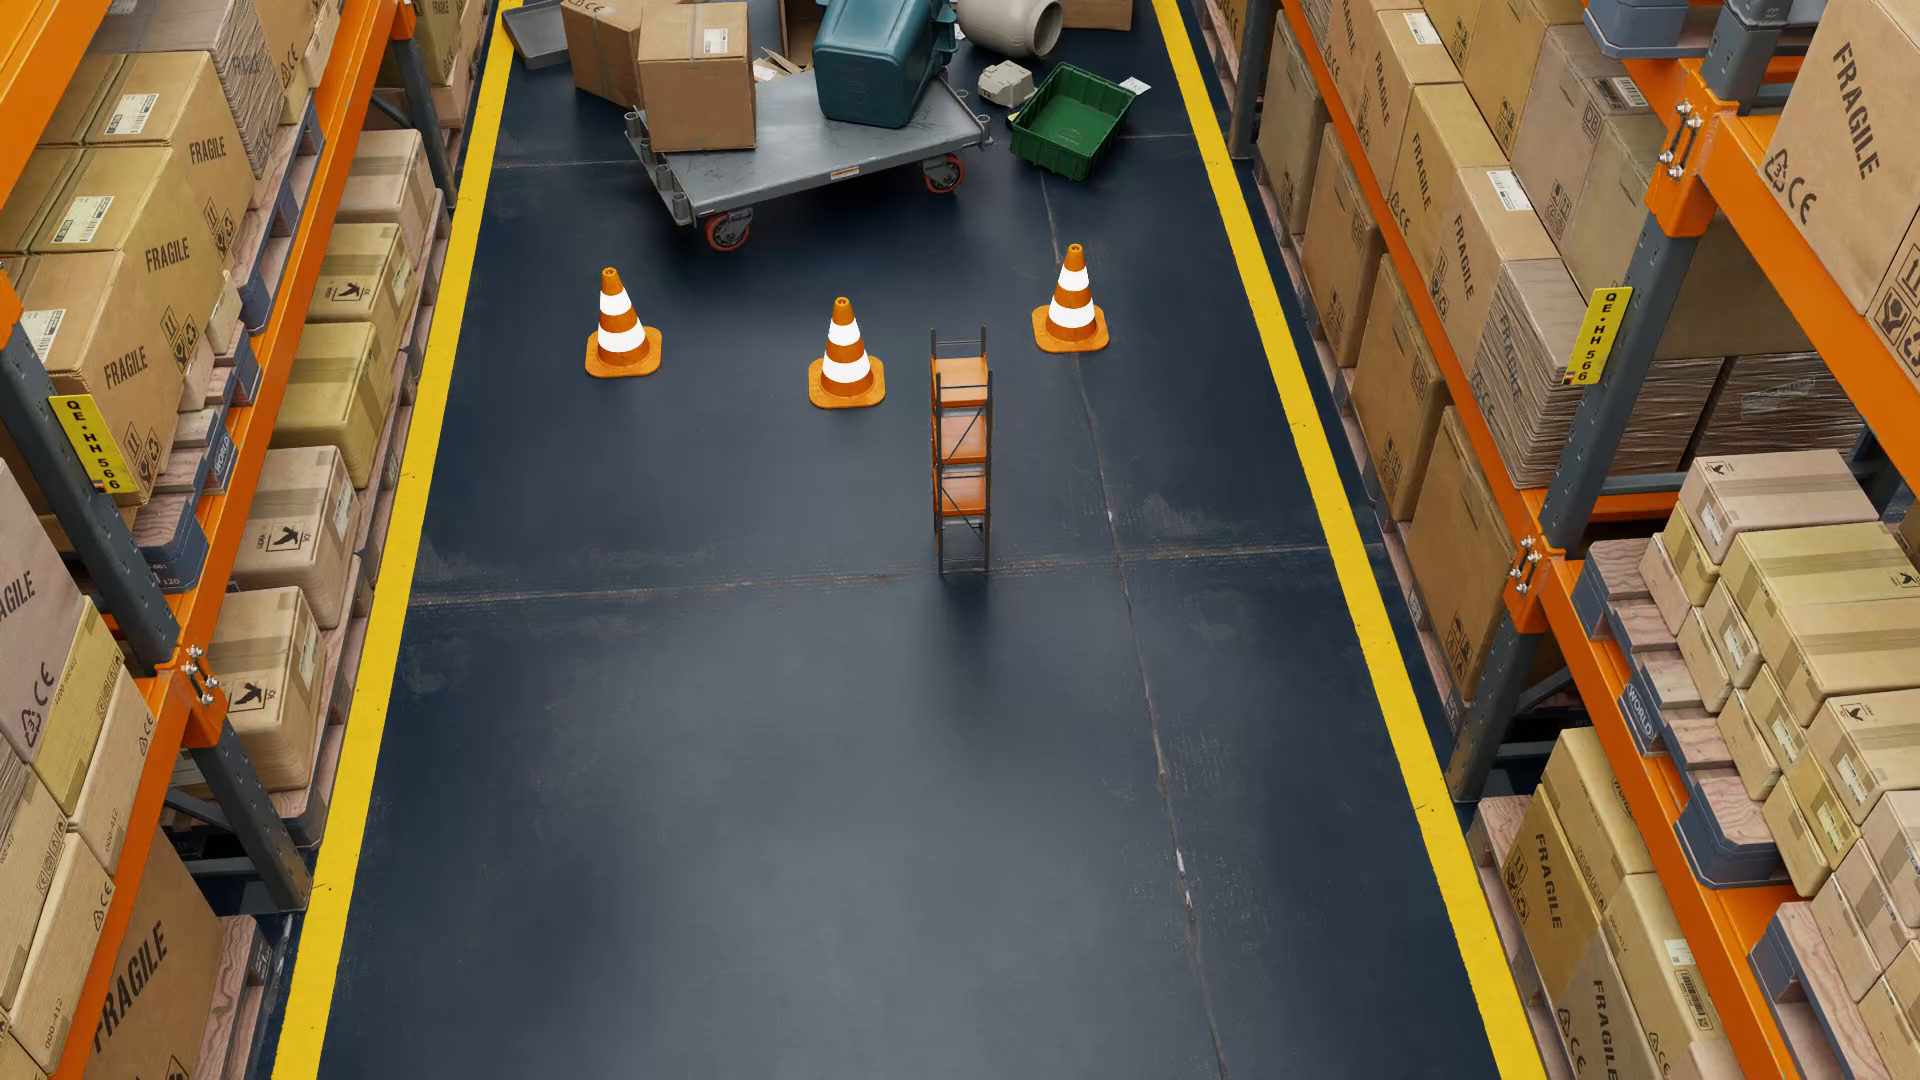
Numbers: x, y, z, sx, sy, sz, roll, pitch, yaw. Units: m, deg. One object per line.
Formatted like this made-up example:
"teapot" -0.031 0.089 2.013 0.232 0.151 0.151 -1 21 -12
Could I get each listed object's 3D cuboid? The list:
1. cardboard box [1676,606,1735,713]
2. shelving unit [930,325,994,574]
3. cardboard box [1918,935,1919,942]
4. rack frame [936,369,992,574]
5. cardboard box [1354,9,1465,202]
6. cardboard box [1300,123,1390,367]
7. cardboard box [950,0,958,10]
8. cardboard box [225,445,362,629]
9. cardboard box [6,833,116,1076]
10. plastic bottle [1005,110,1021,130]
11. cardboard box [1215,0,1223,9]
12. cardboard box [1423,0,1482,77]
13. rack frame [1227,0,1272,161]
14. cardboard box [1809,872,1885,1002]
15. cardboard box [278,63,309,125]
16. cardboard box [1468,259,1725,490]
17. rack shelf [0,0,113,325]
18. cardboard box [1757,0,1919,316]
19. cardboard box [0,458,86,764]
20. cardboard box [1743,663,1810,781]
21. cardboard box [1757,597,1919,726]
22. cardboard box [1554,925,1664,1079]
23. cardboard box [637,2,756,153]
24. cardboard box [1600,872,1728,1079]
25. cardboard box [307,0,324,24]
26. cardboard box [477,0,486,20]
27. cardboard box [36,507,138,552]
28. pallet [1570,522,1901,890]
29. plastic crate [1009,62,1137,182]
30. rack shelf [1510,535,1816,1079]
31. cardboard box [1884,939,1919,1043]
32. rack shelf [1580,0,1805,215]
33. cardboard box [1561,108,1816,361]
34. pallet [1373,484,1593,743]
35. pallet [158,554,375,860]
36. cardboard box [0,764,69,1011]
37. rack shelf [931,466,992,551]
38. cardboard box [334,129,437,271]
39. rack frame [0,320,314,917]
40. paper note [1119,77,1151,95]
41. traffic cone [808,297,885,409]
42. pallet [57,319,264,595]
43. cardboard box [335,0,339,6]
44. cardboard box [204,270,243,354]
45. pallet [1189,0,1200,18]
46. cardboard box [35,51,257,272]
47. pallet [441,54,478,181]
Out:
"cardboard box" 2.093 0.299 4.285 0.380 0.149 0.250 -1 47 -1
"shelving unit" 0.004 -0.322 6.332 0.215 1.050 0.252 -3 47 -3
"cardboard box" 2.192 0.861 3.342 0.380 0.149 0.250 -2 47 -2
"rack frame" 0.015 -0.234 6.249 0.200 1.050 0.008 -3 47 -3
"cardboard box" 1.800 -1.610 6.140 0.500 0.500 0.500 -3 47 -3
"cardboard box" 2.118 -1.296 7.172 1.050 0.750 0.750 -3 47 -3
"cardboard box" -0.080 -3.259 9.653 0.396 0.266 0.258 4 47 4
"cardboard box" -2.797 0.017 6.188 0.950 0.372 0.625 -4 47 -4
"cardboard box" -2.330 0.971 3.868 0.500 0.250 0.500 -3 47 -3
"plastic bottle" 0.373 -2.165 8.758 0.133 0.061 0.283 -27 52 -23
"cardboard box" 1.837 -3.592 9.260 0.875 0.875 0.875 -3 47 -3
"cardboard box" 2.075 -1.983 5.805 0.700 0.500 0.500 -4 47 -4
"rack frame" 1.900 -3.067 7.589 1.000 3.000 0.127 -3 47 -3
"cardboard box" 2.165 0.882 3.733 0.380 0.149 0.250 -2 47 -2
"cardboard box" -2.635 -1.657 6.137 0.380 0.149 0.250 -4 47 -3
"cardboard box" 1.929 -0.517 5.105 0.500 0.500 0.500 -3 47 -3
"rack shelf" -2.857 -2.030 5.036 1.077 0.370 4.000 -3 47 -3
"cardboard box" 2.017 -0.810 3.316 0.500 0.500 0.500 -3 47 -3
"cardboard box" -2.386 0.181 3.755 0.500 0.500 0.500 -5 47 -4
"cardboard box" 2.125 0.417 3.968 0.380 0.149 0.250 -5 47 -5
"cardboard box" 2.121 0.282 3.891 0.380 0.149 0.250 -4 47 -4
"cardboard box" 2.085 1.433 4.759 0.500 0.500 0.500 -3 47 -3
"cardboard box" -1.253 -2.224 7.990 0.500 0.500 0.500 -3 47 -3
"cardboard box" 2.093 1.165 4.497 0.500 0.250 0.500 -4 47 -4
"cardboard box" -2.715 -2.295 6.295 0.500 0.500 0.500 -3 47 -3
"cardboard box" -2.908 -3.105 9.229 0.500 0.250 0.500 -4 47 -4
"cardboard box" -2.532 -0.104 4.666 0.380 0.149 0.250 -6 47 -6
"pallet" 2.400 0.402 4.435 1.213 0.211 1.003 -3 47 -3
"plastic crate" 0.580 -2.166 8.633 0.450 0.188 0.662 25 51 9
"rack shelf" 2.402 1.521 3.739 1.077 0.370 4.000 -3 47 -3
"cardboard box" 2.184 0.960 3.454 0.380 0.149 0.250 -4 47 -4
"rack shelf" 2.067 -2.404 5.391 1.077 0.370 4.000 -3 47 -3
"cardboard box" 2.207 -0.877 4.757 0.700 0.500 0.500 -4 47 -4
"pallet" 2.243 0.211 6.405 1.003 0.211 1.213 -3 47 -3
"pallet" -2.754 0.594 6.042 1.003 0.211 1.213 -3 47 -3
"cardboard box" -2.349 0.786 3.698 0.500 0.250 0.500 -5 47 -4
"rack shelf" 0.004 -0.124 6.542 0.215 0.259 0.240 -3 47 -3
"cardboard box" -2.978 -1.555 7.677 0.950 0.372 0.625 -3 47 -3
"rack frame" -2.690 0.201 4.494 1.000 3.000 0.127 -3 47 -3
"paper note" 0.941 -2.478 9.075 0.147 0.020 0.142 -36 56 -29
"traffic cone" -0.505 -0.860 7.246 0.336 0.463 0.334 -3 47 -3
"pallet" -2.856 -0.242 5.046 1.213 0.211 1.003 -3 47 -3
"cardboard box" -2.702 -2.204 6.655 0.380 0.149 0.250 -5 47 -4
"cardboard box" -2.501 -0.711 5.241 0.380 0.149 0.250 -3 47 -3
"pallet" 1.809 -3.548 9.965 1.003 0.211 1.213 -3 47 -3
"cardboard box" -2.599 -1.180 5.239 0.500 0.500 0.500 -3 47 -3
"pallet" -3.116 -2.218 8.705 1.003 0.211 1.213 -3 47 -3
